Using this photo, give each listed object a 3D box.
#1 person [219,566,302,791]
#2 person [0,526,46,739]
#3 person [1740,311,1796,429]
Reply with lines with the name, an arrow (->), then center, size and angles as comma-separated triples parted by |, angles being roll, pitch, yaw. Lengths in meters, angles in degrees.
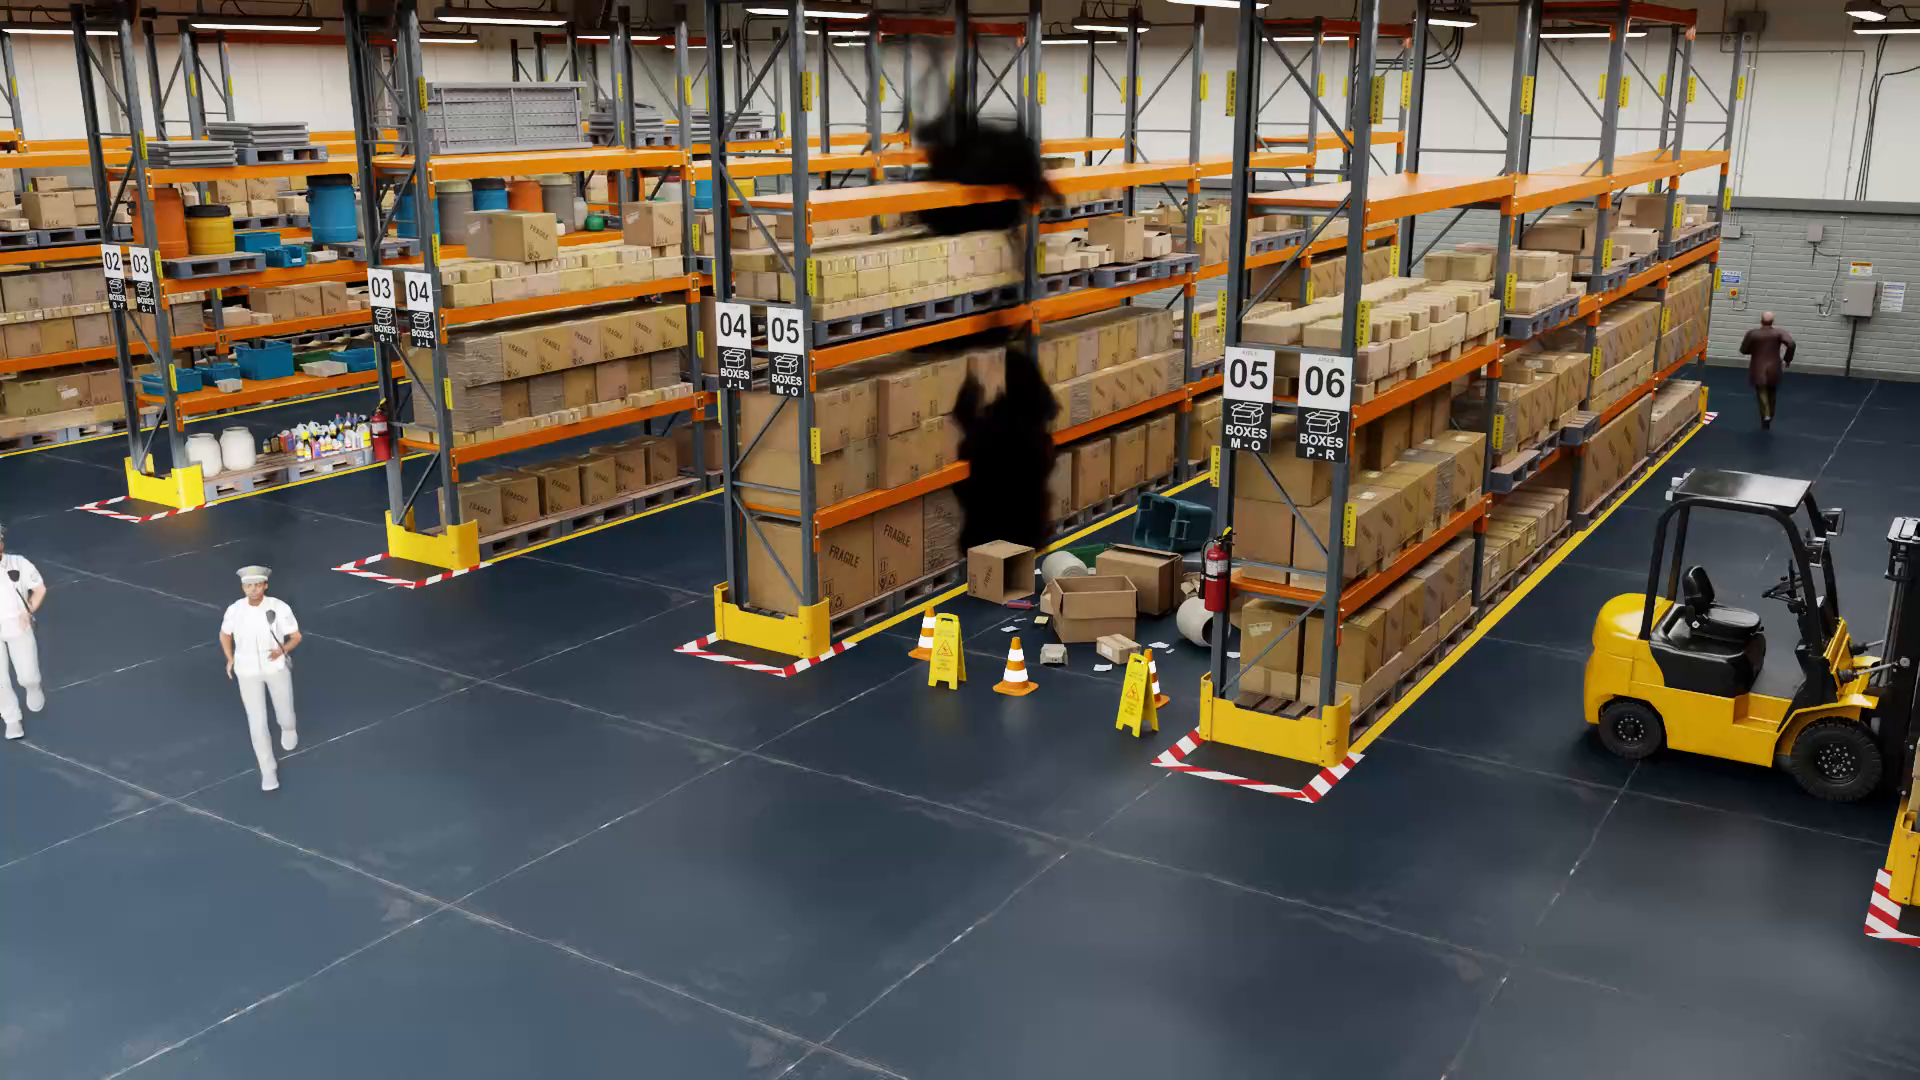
person -> -5.269, 0.980, 12.576 | 0.588, 1.666, 0.815 | -5, 16, -17
person -> -7.739, 0.701, 13.456 | 0.664, 1.733, 0.645 | -7, 17, -24
person -> 12.108, -2.563, 25.060 | 0.722, 1.760, 1.060 | 5, 16, 17
